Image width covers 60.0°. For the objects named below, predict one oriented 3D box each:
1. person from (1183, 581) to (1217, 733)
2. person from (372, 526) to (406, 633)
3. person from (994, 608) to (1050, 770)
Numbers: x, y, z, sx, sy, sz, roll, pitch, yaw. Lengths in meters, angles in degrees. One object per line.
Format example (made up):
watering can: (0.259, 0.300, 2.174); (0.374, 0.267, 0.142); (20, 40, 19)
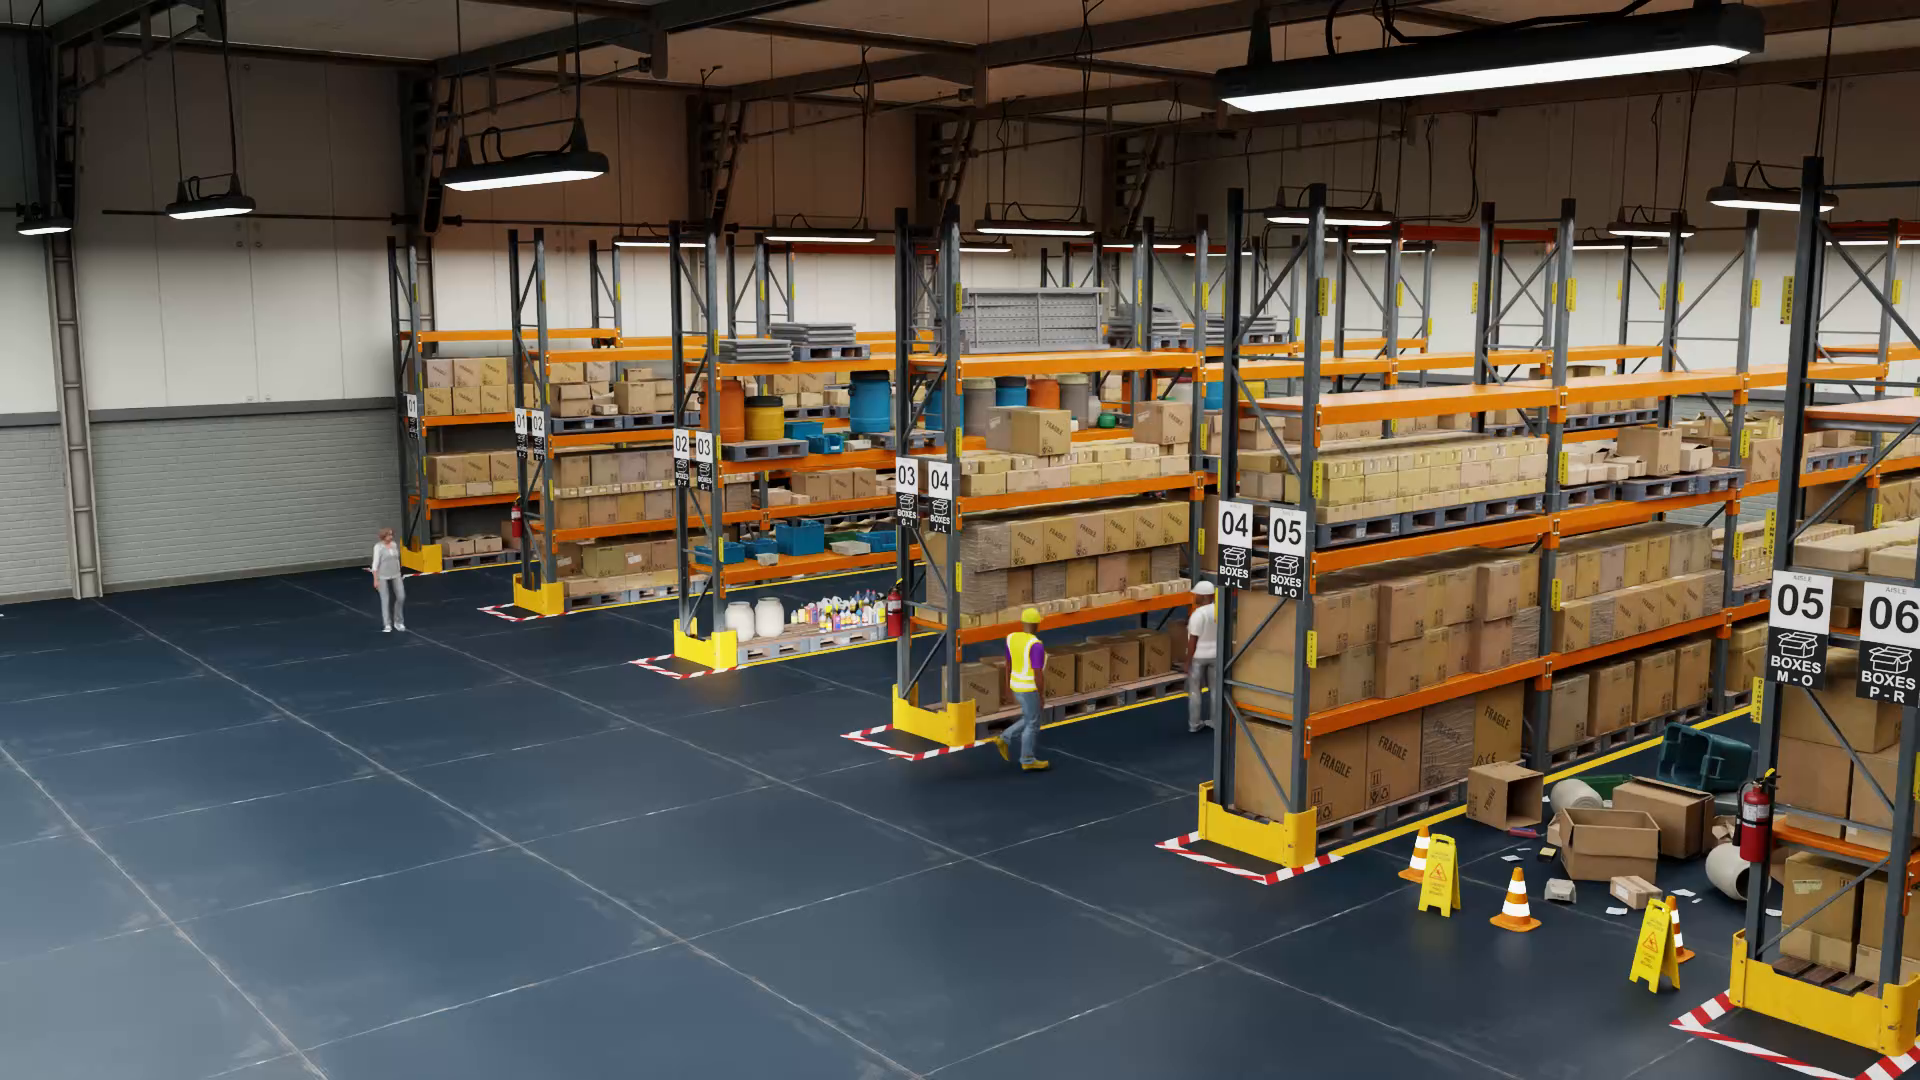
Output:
person: (2.821, 1.345, 19.285); (0.569, 1.778, 0.468); (-3, 9, -21)
person: (-8.548, 0.596, 24.821); (0.471, 1.623, 0.370); (-6, 11, -35)
person: (0.677, 1.586, 17.615); (0.590, 1.753, 0.545); (-1, 9, -6)
